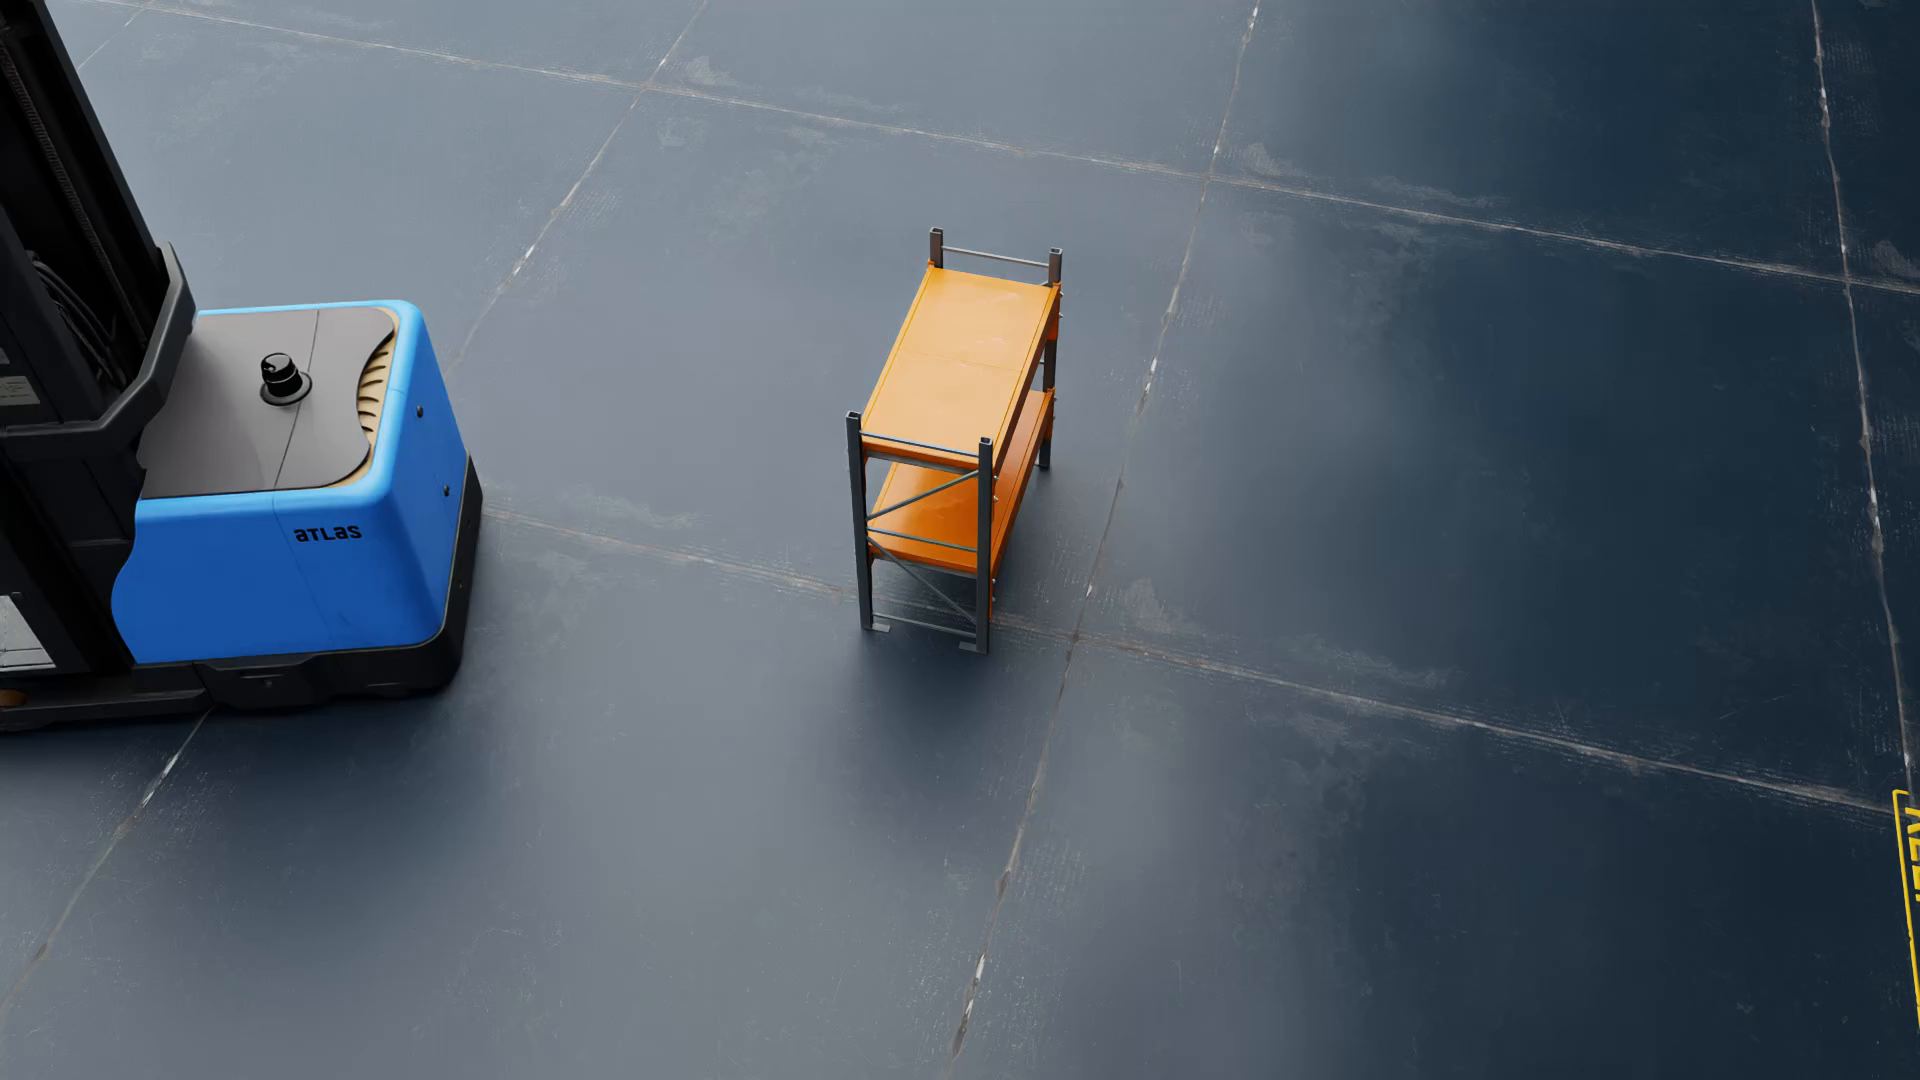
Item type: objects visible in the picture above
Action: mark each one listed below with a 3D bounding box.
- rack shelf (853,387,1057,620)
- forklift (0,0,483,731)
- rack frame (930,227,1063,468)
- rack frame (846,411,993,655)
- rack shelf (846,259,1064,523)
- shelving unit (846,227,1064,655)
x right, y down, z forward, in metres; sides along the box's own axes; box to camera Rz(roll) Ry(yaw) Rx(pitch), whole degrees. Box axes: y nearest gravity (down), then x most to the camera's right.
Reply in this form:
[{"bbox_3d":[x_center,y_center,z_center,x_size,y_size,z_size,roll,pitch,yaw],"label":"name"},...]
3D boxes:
[{"bbox_3d":[-0.002,-0.206,6.426,0.538,0.278,1.000,12,50,10],"label":"rack shelf"},{"bbox_3d":[-3.400,-0.678,5.312,3.031,2.935,1.130,-4,49,-3],"label":"forklift"},{"bbox_3d":[0.132,-0.735,6.567,0.500,1.125,0.032,12,50,10],"label":"rack frame"},{"bbox_3d":[-0.136,0.000,5.918,0.500,1.125,0.032,12,50,10],"label":"rack frame"},{"bbox_3d":[-0.002,-0.561,6.023,0.538,0.278,1.000,12,50,10],"label":"rack shelf"},{"bbox_3d":[-0.002,-0.367,6.243,0.538,1.125,1.048,12,50,10],"label":"shelving unit"}]
